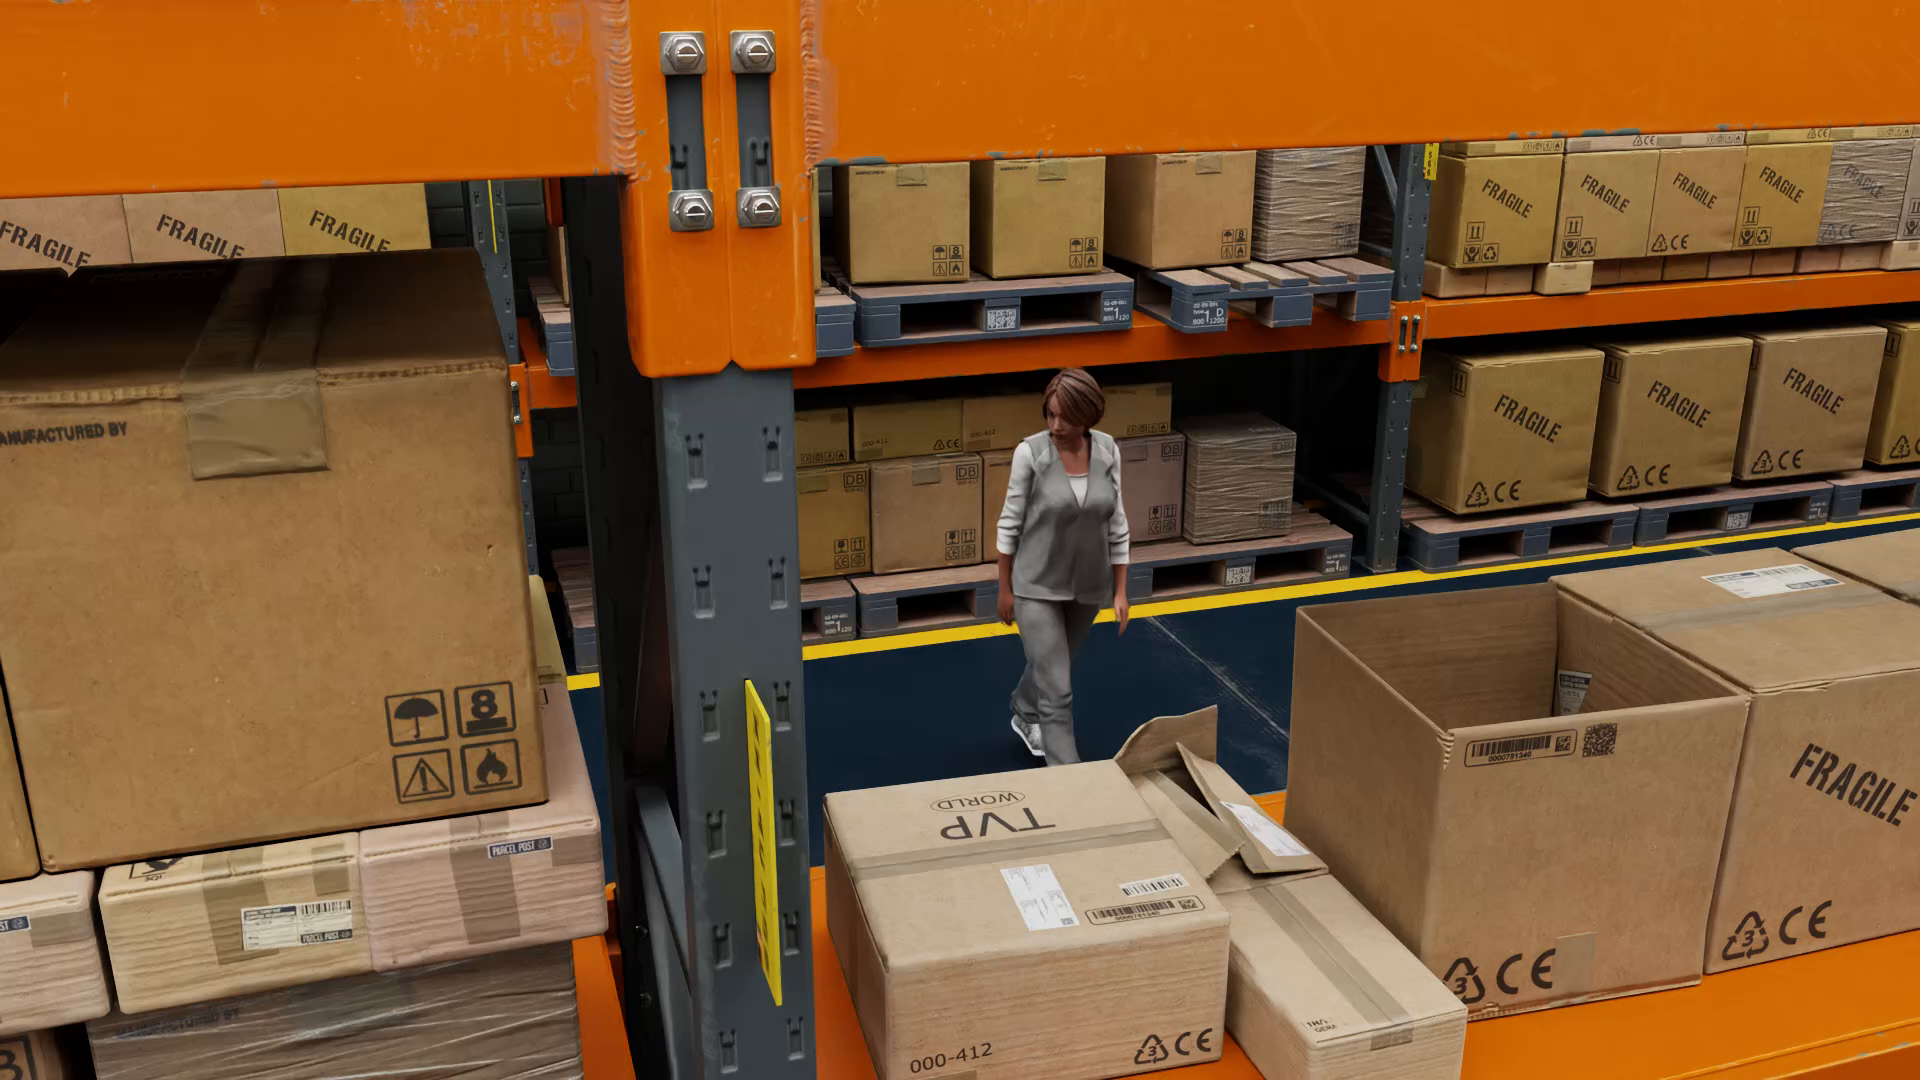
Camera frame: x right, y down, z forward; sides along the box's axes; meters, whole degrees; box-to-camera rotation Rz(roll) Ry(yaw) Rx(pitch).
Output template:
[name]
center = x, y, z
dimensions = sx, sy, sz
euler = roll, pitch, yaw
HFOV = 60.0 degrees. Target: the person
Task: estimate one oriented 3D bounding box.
[person]
center = 0.347, 0.164, 5.610
dimensions = 0.425, 1.544, 0.936
euler = -8, 21, -21
